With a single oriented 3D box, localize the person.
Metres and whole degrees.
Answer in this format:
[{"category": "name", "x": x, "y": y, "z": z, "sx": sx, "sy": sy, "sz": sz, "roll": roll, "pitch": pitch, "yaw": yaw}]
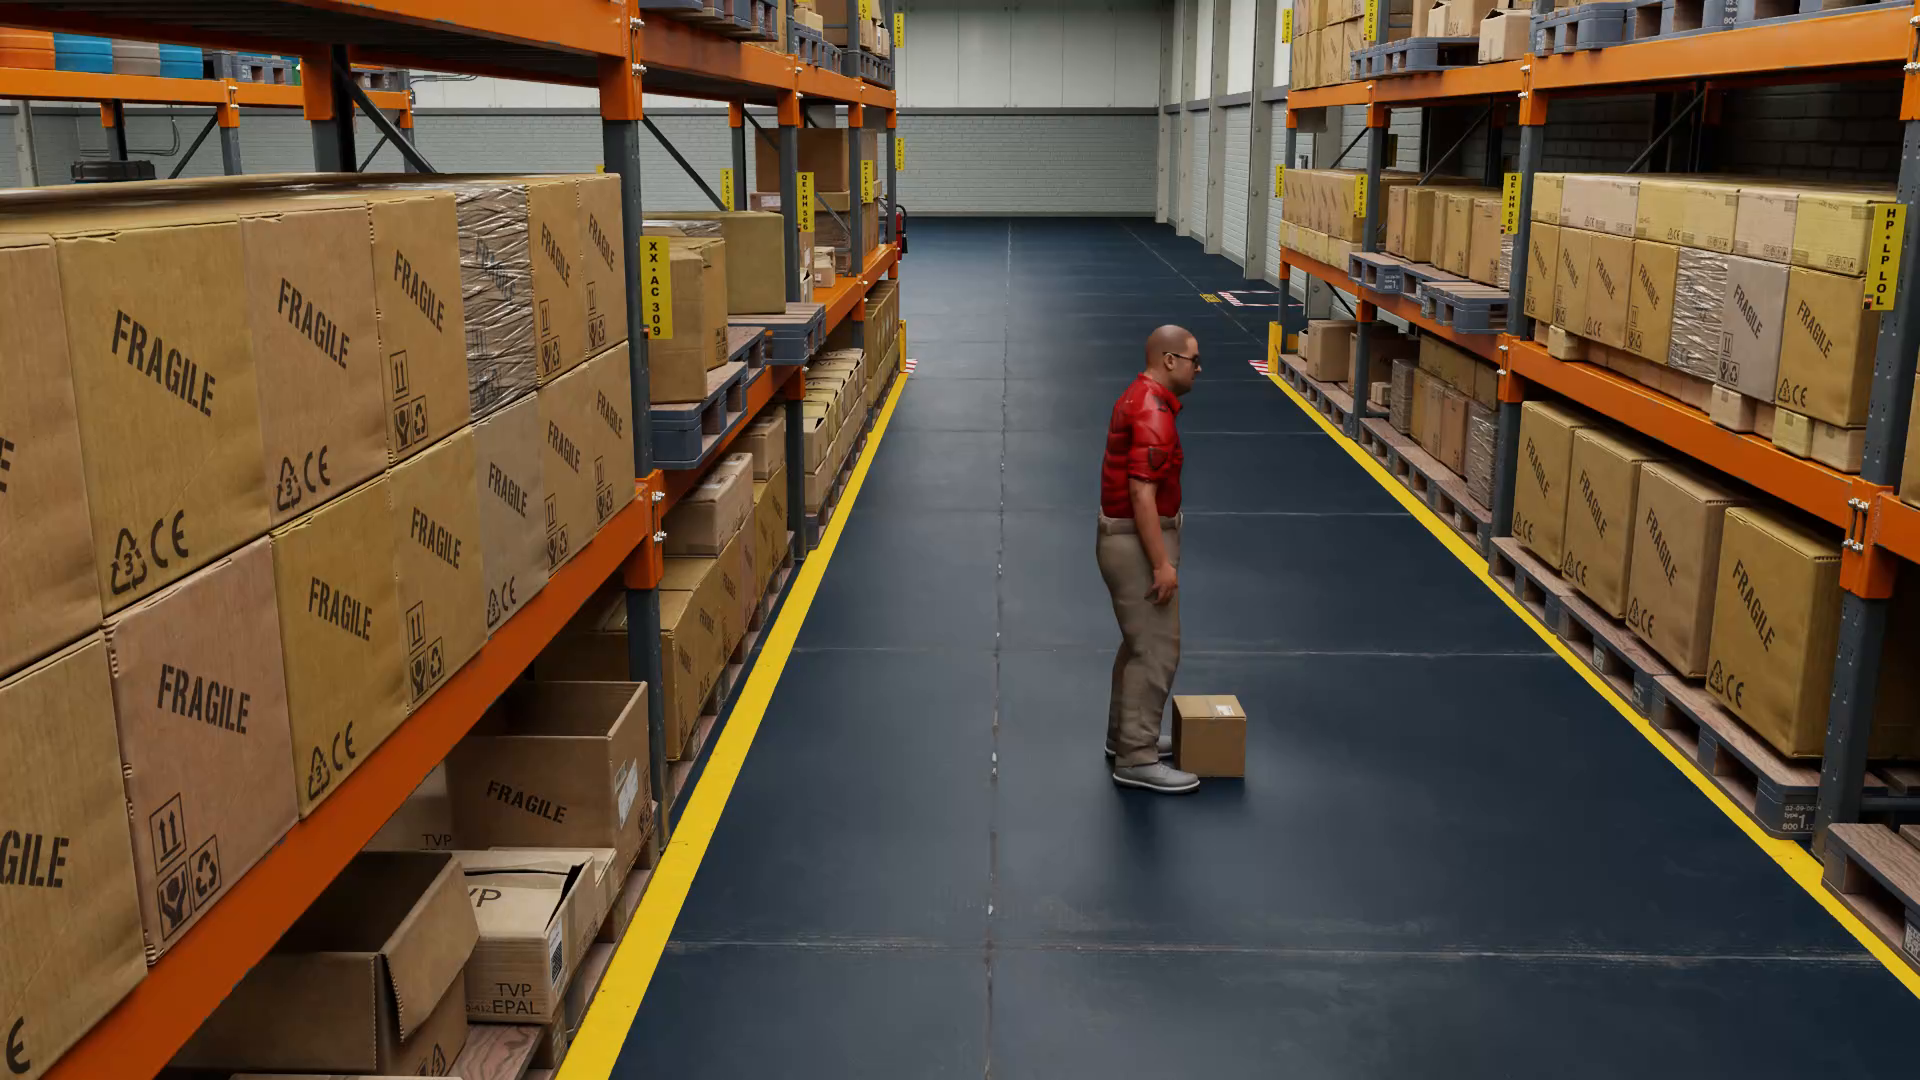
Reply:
[{"category": "person", "x": 0.718, "y": 0.093, "z": 6.334, "sx": 0.388, "sy": 1.638, "sz": 0.587, "roll": 0, "pitch": 14, "yaw": 1}]
